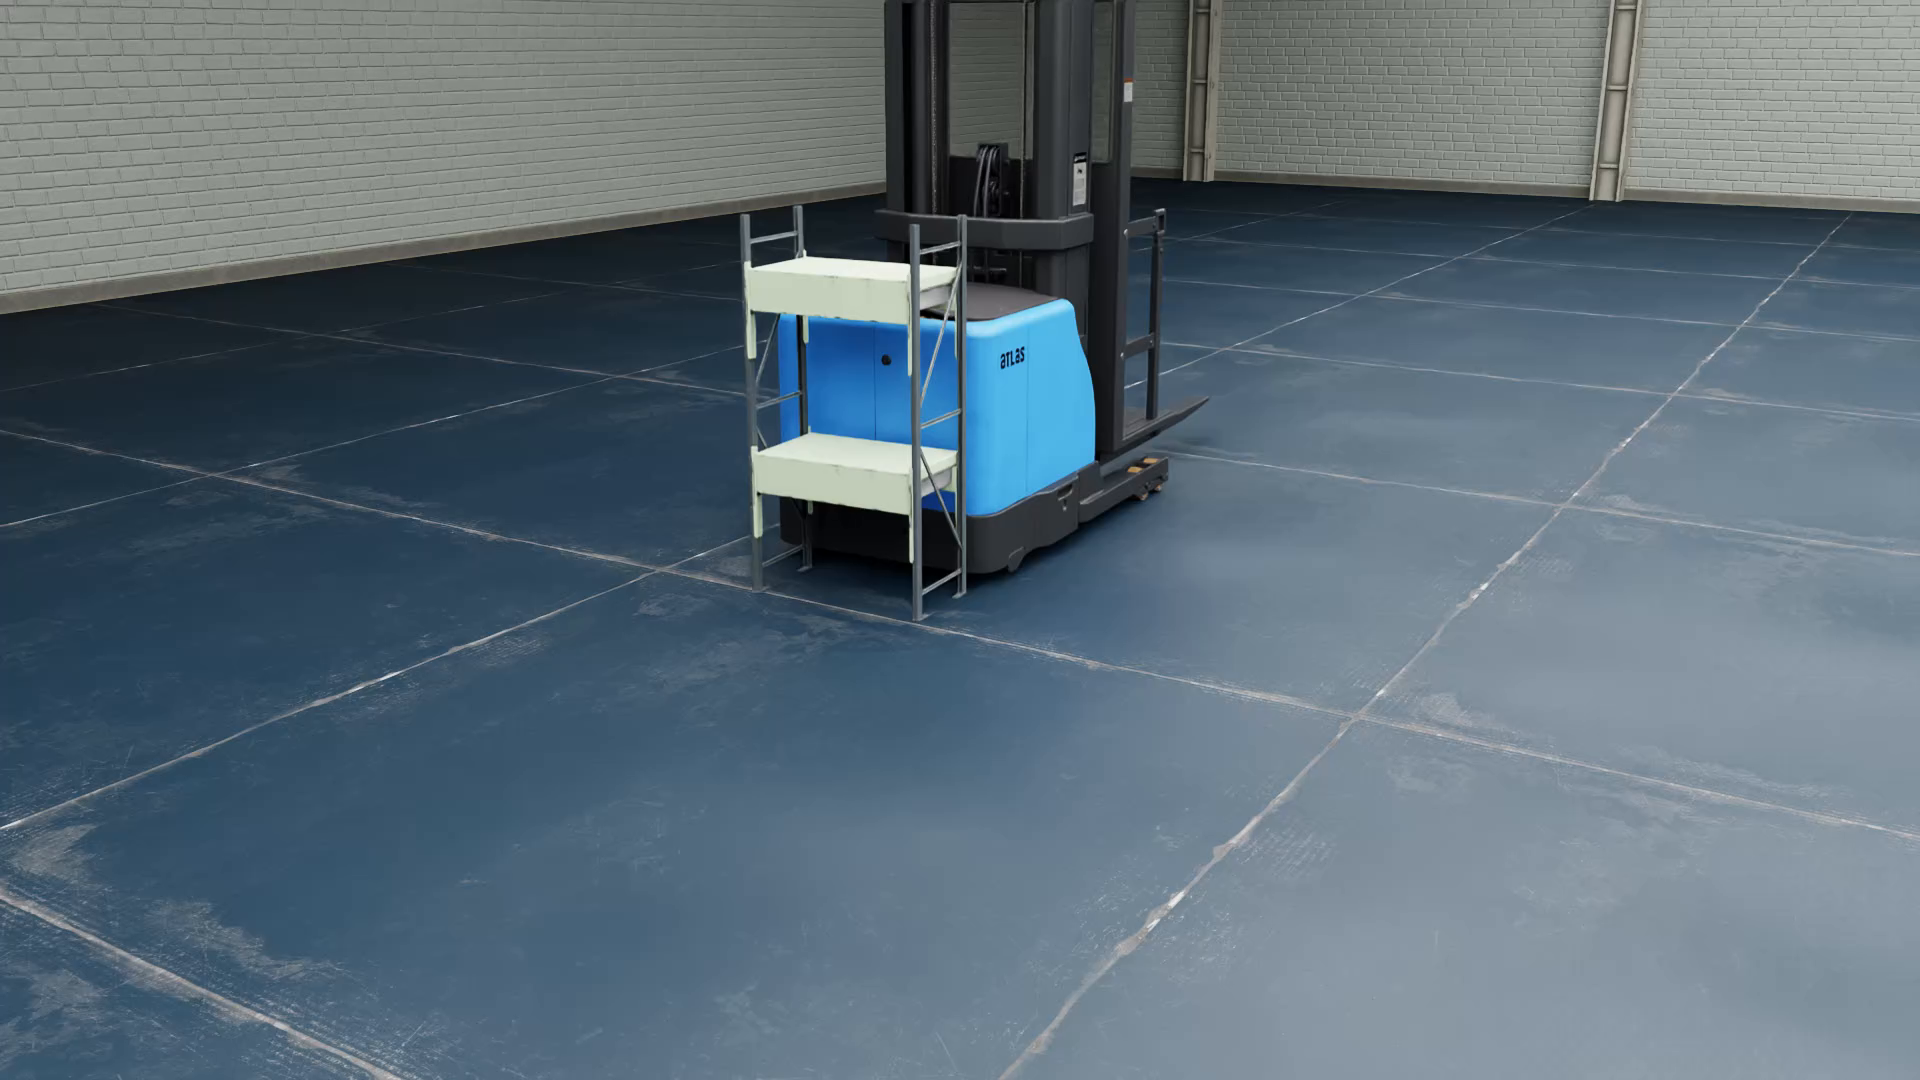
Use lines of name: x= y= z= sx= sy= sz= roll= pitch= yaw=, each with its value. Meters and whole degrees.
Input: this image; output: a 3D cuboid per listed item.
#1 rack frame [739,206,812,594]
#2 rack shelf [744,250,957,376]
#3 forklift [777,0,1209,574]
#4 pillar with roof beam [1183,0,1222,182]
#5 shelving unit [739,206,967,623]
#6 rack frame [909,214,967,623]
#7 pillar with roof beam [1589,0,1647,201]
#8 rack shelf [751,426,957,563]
rack frame: x=-0.725 y=-0.552 z=6.619 sx=0.023 sy=1.500 sz=0.400 roll=9 pitch=19 yaw=27
rack shelf: x=-0.401 y=-0.876 z=6.342 sx=0.720 sy=0.370 sz=0.431 roll=9 pitch=19 yaw=27
forklift: x=0.371 y=-1.646 z=7.756 sx=1.130 sy=2.935 sz=3.031 roll=9 pitch=19 yaw=27
pillar with roof beam: x=1.420 y=-8.777 z=20.793 sx=0.400 sy=9.000 sz=9.100 roll=10 pitch=20 yaw=30
shelving unit: x=-0.401 y=-0.503 z=6.456 sx=0.755 sy=1.500 sz=0.431 roll=9 pitch=19 yaw=27
rack frame: x=-0.078 y=-0.453 z=6.292 sx=0.023 sy=1.500 sz=0.400 roll=9 pitch=19 yaw=27
pillar with roof beam: x=6.533 y=-7.864 z=17.789 sx=0.400 sy=9.000 sz=9.100 roll=10 pitch=20 yaw=30
rack shelf: x=-0.401 y=-0.191 z=6.550 sx=0.720 sy=0.370 sz=0.431 roll=9 pitch=19 yaw=27
